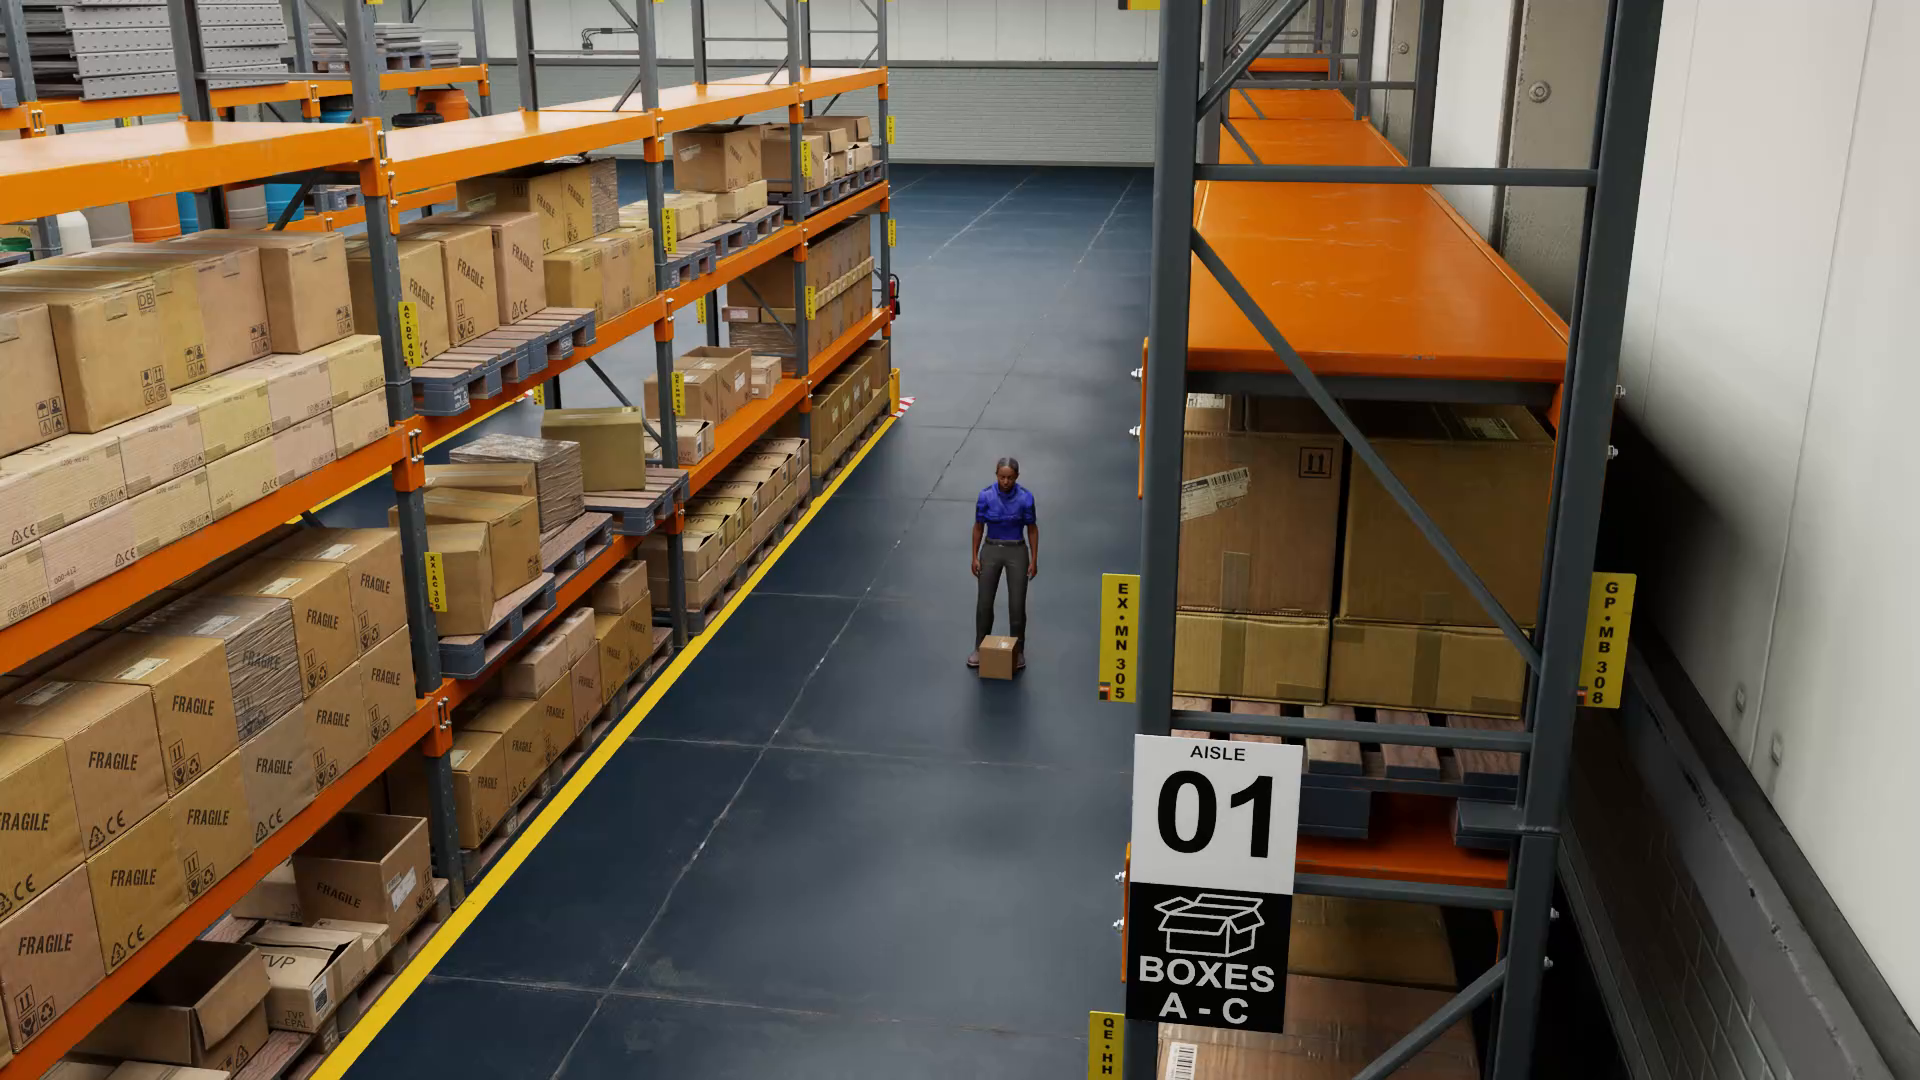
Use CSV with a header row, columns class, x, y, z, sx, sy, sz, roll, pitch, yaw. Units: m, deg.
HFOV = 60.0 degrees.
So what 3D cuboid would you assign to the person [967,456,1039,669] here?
class,x,y,z,sx,sy,sz,roll,pitch,yaw
person,0.326,0.151,12.598,0.529,1.656,0.347,2,18,6
